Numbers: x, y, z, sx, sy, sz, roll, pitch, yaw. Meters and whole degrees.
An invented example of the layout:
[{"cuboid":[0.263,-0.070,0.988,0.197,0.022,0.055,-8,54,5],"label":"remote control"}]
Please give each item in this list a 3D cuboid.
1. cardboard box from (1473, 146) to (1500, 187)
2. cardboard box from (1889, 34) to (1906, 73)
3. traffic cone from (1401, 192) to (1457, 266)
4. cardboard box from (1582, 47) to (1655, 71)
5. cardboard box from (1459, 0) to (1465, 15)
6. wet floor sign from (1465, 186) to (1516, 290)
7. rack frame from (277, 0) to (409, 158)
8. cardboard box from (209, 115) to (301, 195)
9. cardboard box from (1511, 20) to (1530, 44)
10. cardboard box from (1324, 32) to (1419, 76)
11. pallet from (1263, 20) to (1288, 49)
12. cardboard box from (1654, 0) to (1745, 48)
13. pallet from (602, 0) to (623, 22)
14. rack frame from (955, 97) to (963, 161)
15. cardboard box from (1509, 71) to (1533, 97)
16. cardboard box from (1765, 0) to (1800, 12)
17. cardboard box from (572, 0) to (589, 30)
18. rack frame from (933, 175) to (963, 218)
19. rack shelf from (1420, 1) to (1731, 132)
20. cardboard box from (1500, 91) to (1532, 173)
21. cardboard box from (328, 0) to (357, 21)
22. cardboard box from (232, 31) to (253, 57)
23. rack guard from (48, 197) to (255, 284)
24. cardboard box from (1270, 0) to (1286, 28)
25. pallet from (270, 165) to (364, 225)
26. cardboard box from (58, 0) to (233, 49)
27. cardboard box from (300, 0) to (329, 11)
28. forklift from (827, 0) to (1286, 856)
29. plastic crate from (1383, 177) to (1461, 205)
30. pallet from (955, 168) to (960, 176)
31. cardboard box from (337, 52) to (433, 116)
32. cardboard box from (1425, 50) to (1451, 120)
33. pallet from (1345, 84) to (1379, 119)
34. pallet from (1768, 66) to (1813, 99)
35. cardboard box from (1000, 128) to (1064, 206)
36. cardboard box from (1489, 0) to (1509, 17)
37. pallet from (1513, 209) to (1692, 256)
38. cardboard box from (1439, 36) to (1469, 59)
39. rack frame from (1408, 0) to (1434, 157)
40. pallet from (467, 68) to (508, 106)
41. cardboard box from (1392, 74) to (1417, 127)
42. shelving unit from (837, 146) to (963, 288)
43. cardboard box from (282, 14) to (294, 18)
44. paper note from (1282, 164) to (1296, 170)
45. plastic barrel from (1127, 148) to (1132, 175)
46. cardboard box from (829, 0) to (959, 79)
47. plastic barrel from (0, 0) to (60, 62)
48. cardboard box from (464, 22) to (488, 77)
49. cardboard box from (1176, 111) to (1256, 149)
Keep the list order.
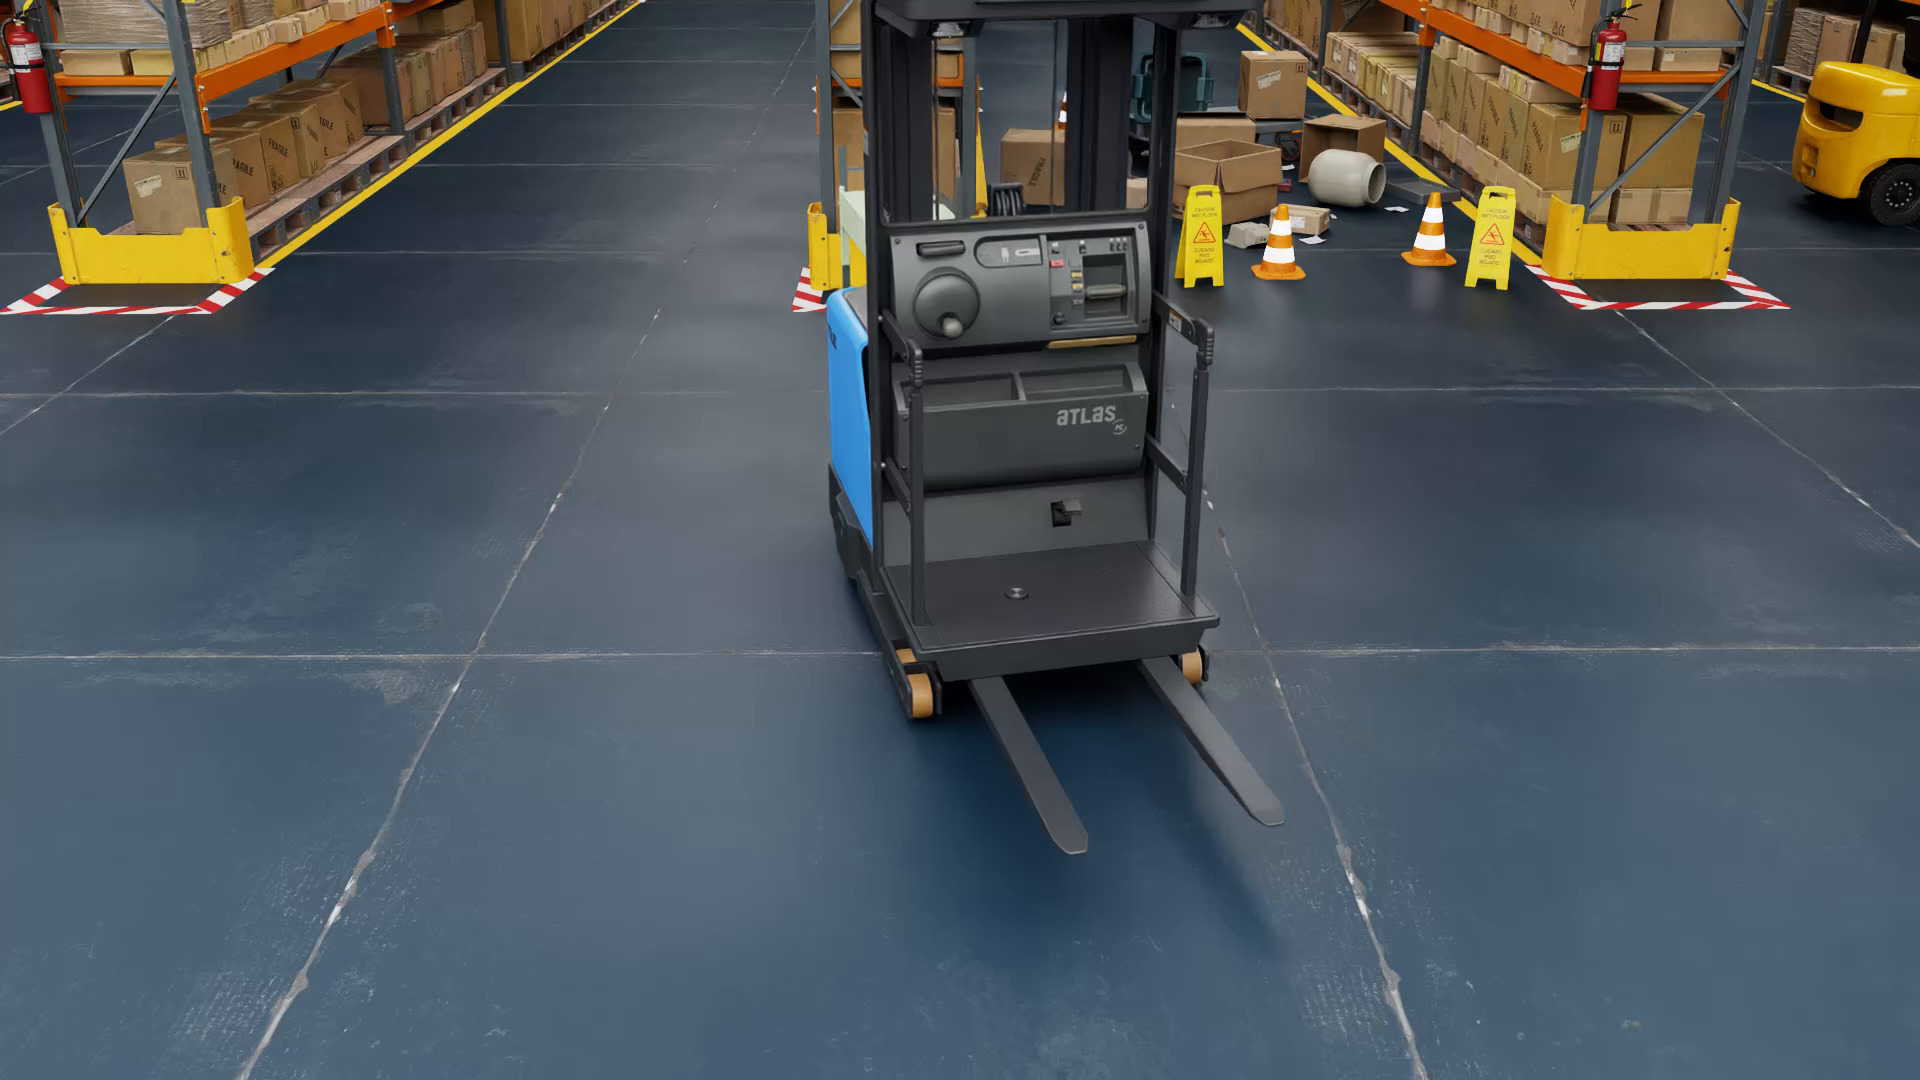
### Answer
[{"cuboid":[4.264,-2.844,12.725,0.500,0.250,0.500,-1,24,-2],"label":"cardboard box"},{"cuboid":[9.453,-4.461,15.845,0.875,0.625,0.625,0,24,-1],"label":"cardboard box"},{"cuboid":[3.257,-2.160,11.464,0.336,0.463,0.334,0,24,-1],"label":"traffic cone"},{"cuboid":[4.333,-3.183,10.953,0.380,0.149,0.250,1,24,1],"label":"cardboard box"},{"cuboid":[4.278,-4.334,13.497,0.380,0.149,0.250,0,24,-1],"label":"cardboard box"},{"cuboid":[3.483,-1.989,10.864,0.267,0.644,0.232,8,26,18],"label":"wet floor sign"},{"cuboid":[-5.402,-4.748,14.108,1.000,3.000,0.127,0,24,-1],"label":"rack frame"},{"cuboid":[-5.377,-2.914,12.576,0.500,0.500,0.500,2,24,4],"label":"cardboard box"},{"cuboid":[4.249,-3.710,12.117,0.380,0.149,0.250,-1,24,-1],"label":"cardboard box"},{"cuboid":[4.460,-5.202,17.791,0.950,0.372,0.625,-2,24,-4],"label":"cardboard box"},{"cuboid":[4.504,-6.501,21.368,1.003,0.211,1.213,0,24,-1],"label":"pallet"},{"cuboid":[4.823,-3.522,10.915,0.500,0.500,0.500,-1,24,-1],"label":"cardboard box"},{"cuboid":[-5.435,-7.592,23.780,1.003,0.211,1.213,0,24,-1],"label":"pallet"},{"cuboid":[-0.441,-4.729,14.065,1.000,3.000,0.127,0,24,-1],"label":"rack frame"},{"cuboid":[4.211,-3.304,12.044,0.380,0.149,0.250,0,24,0],"label":"cardboard box"},{"cuboid":[9.169,-6.015,18.646,0.380,0.149,0.250,-1,24,-3],"label":"cardboard box"},{"cuboid":[-5.462,-7.004,21.165,1.225,0.875,0.875,0,24,0],"label":"cardboard box"},{"cuboid":[-0.183,-0.830,7.266,0.400,1.500,0.023,-6,25,-12],"label":"rack frame"},{"cuboid":[4.529,-3.641,12.533,1.077,0.370,4.000,0,24,-1],"label":"rack shelf"},{"cuboid":[4.273,-2.969,12.091,0.500,0.500,0.500,1,24,1],"label":"cardboard box"},{"cuboid":[-5.055,-4.238,13.284,0.380,0.149,0.250,0,24,-1],"label":"cardboard box"},{"cuboid":[-5.118,-3.413,11.461,0.380,0.149,0.250,0,24,-1],"label":"cardboard box"},{"cuboid":[-5.359,-1.992,11.048,1.175,0.500,0.348,0,24,-1],"label":"rack guard"},{"cuboid":[4.507,-7.057,21.283,0.875,0.875,0.875,0,24,1],"label":"cardboard box"},{"cuboid":[-5.343,-2.697,12.957,1.003,0.211,1.213,0,24,-1],"label":"pallet"},{"cuboid":[-5.337,-3.508,10.883,0.875,0.500,0.500,0,24,-1],"label":"cardboard box"},{"cuboid":[-5.382,-4.332,12.705,0.875,0.500,0.500,0,24,-1],"label":"cardboard box"},{"cuboid":[0.272,-0.876,5.631,1.130,2.935,3.031,-6,25,-12],"label":"forklift"},{"cuboid":[3.705,-2.812,13.370,0.402,0.080,0.583,-9,26,-19],"label":"plastic crate"},{"cuboid":[-0.495,-2.641,12.832,1.003,0.211,1.213,0,24,-1],"label":"pallet"},{"cuboid":[-5.373,-4.259,15.527,0.700,0.500,0.500,0,24,-1],"label":"cardboard box"},{"cuboid":[4.244,-3.829,13.992,0.500,0.500,0.500,1,24,2],"label":"cardboard box"},{"cuboid":[4.481,-4.347,16.605,1.003,0.211,1.213,0,24,-1],"label":"pallet"},{"cuboid":[9.397,-4.855,17.728,1.003,0.211,1.213,0,24,-1],"label":"pallet"},{"cuboid":[0.602,-2.956,13.176,0.500,0.500,0.500,4,25,9],"label":"cardboard box"},{"cuboid":[4.280,-4.169,12.346,0.500,0.500,0.500,0,24,0],"label":"cardboard box"},{"cuboid":[4.577,-2.240,11.947,1.003,0.211,1.213,0,24,-1],"label":"pallet"},{"cuboid":[4.185,-4.072,13.744,0.380,0.149,0.250,0,24,0],"label":"cardboard box"},{"cuboid":[4.508,-4.793,14.207,1.000,3.000,0.127,0,24,-1],"label":"rack frame"},{"cuboid":[-5.438,-4.804,17.615,1.003,0.211,1.213,0,24,-1],"label":"pallet"},{"cuboid":[4.499,-4.003,15.140,0.950,0.372,0.625,0,24,0],"label":"cardboard box"},{"cuboid":[-0.270,-0.977,7.590,0.431,1.500,0.755,-6,25,-12],"label":"shelving unit"},{"cuboid":[-5.178,-3.825,12.372,0.380,0.149,0.250,0,24,-1],"label":"cardboard box"},{"cuboid":[2.807,-3.214,14.319,0.148,0.019,0.142,0,24,-1],"label":"paper note"},{"cuboid":[1.105,-3.094,13.578,0.512,0.421,0.421,19,30,35],"label":"plastic barrel"},{"cuboid":[-0.447,-3.302,10.728,0.875,0.550,0.550,0,24,-1],"label":"cardboard box"},{"cuboid":[-10.421,-5.778,18.510,0.600,0.830,0.708,0,24,-1],"label":"plastic barrel"},{"cuboid":[-5.418,-5.182,17.567,0.700,0.500,0.500,-2,24,-3],"label":"cardboard box"},{"cuboid":[1.982,-3.167,13.476,0.797,0.637,0.503,0,24,-1],"label":"cardboard box"}]
